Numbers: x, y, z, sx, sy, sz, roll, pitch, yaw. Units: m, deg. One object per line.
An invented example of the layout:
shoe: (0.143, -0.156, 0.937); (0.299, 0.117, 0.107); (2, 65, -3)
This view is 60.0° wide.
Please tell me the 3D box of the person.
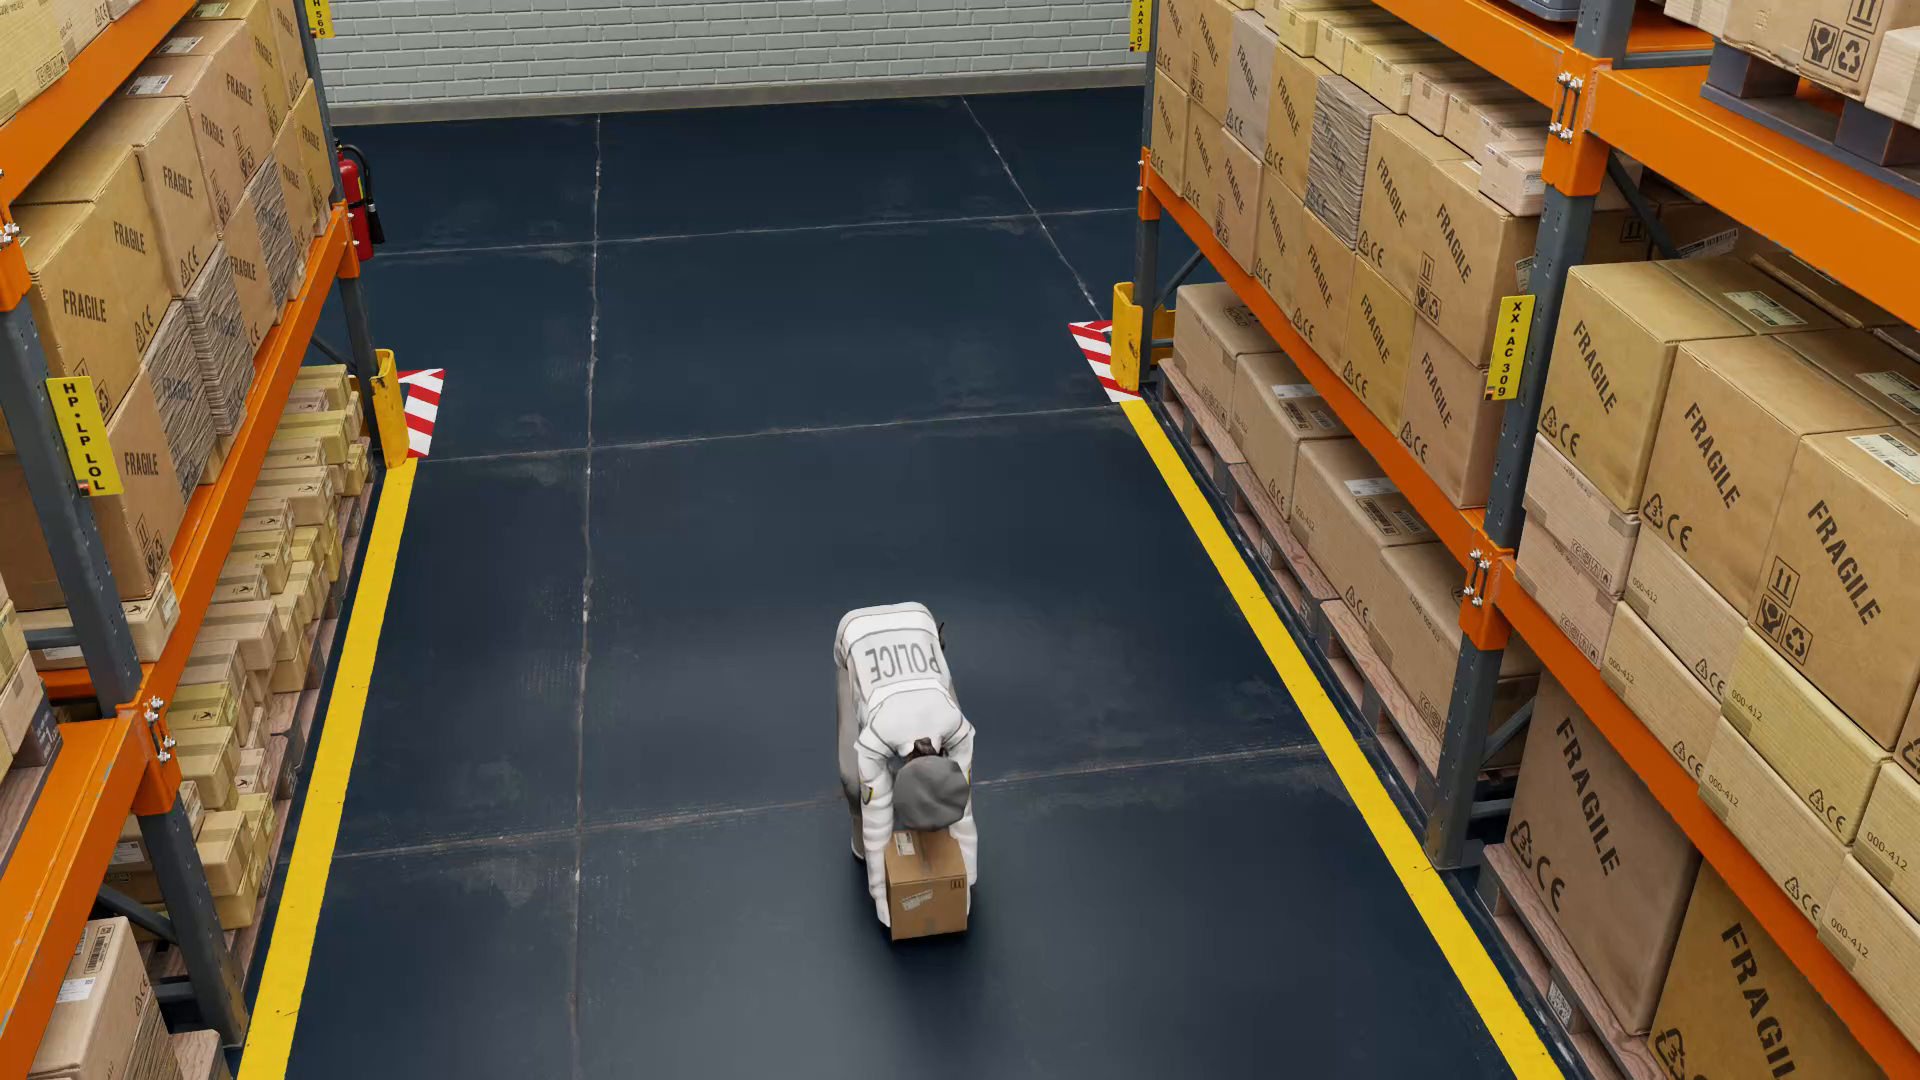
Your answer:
person: (-0.177, 0.753, 5.614); (0.458, 0.904, 0.882); (-7, 32, -11)
